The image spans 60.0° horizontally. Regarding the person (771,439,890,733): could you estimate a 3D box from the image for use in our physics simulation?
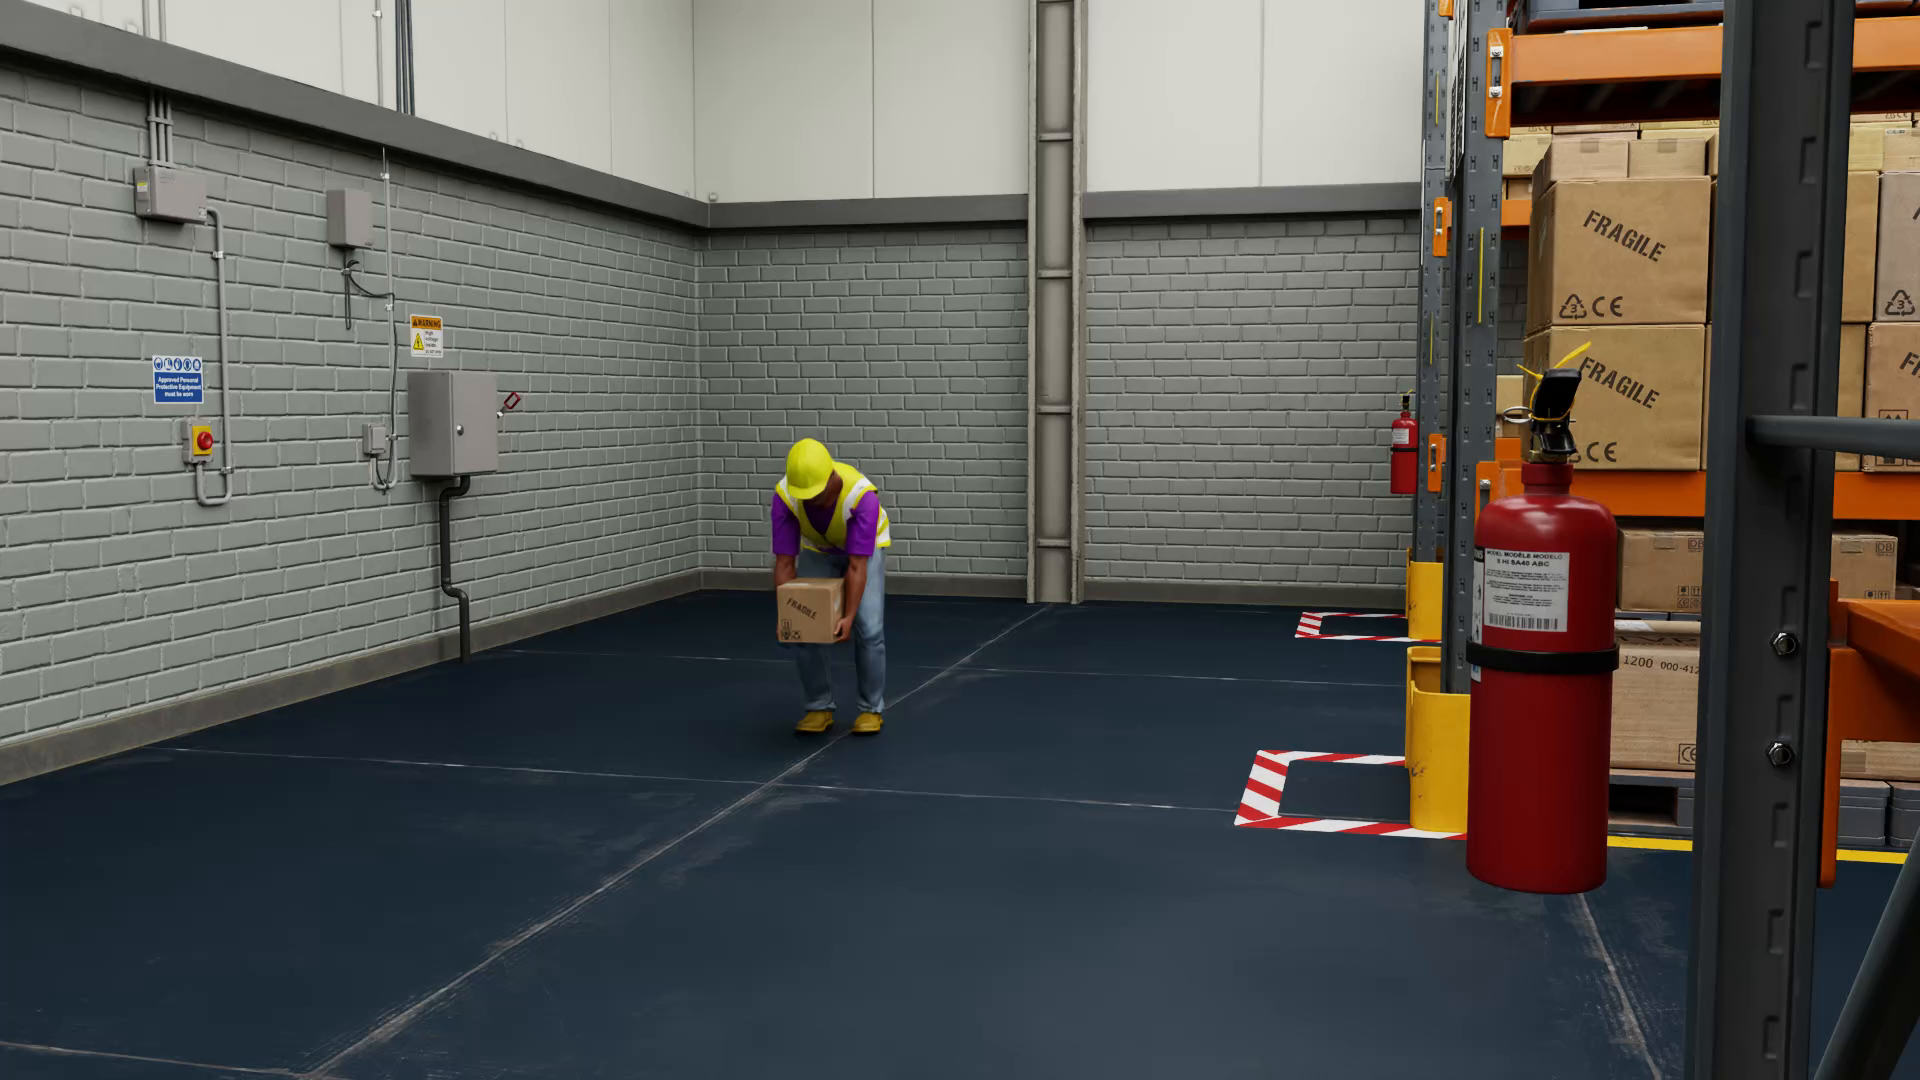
[{"bbox_3d":[-0.589,0.219,7.591,0.490,1.376,0.898,1,5,12],"label":"person"}]
